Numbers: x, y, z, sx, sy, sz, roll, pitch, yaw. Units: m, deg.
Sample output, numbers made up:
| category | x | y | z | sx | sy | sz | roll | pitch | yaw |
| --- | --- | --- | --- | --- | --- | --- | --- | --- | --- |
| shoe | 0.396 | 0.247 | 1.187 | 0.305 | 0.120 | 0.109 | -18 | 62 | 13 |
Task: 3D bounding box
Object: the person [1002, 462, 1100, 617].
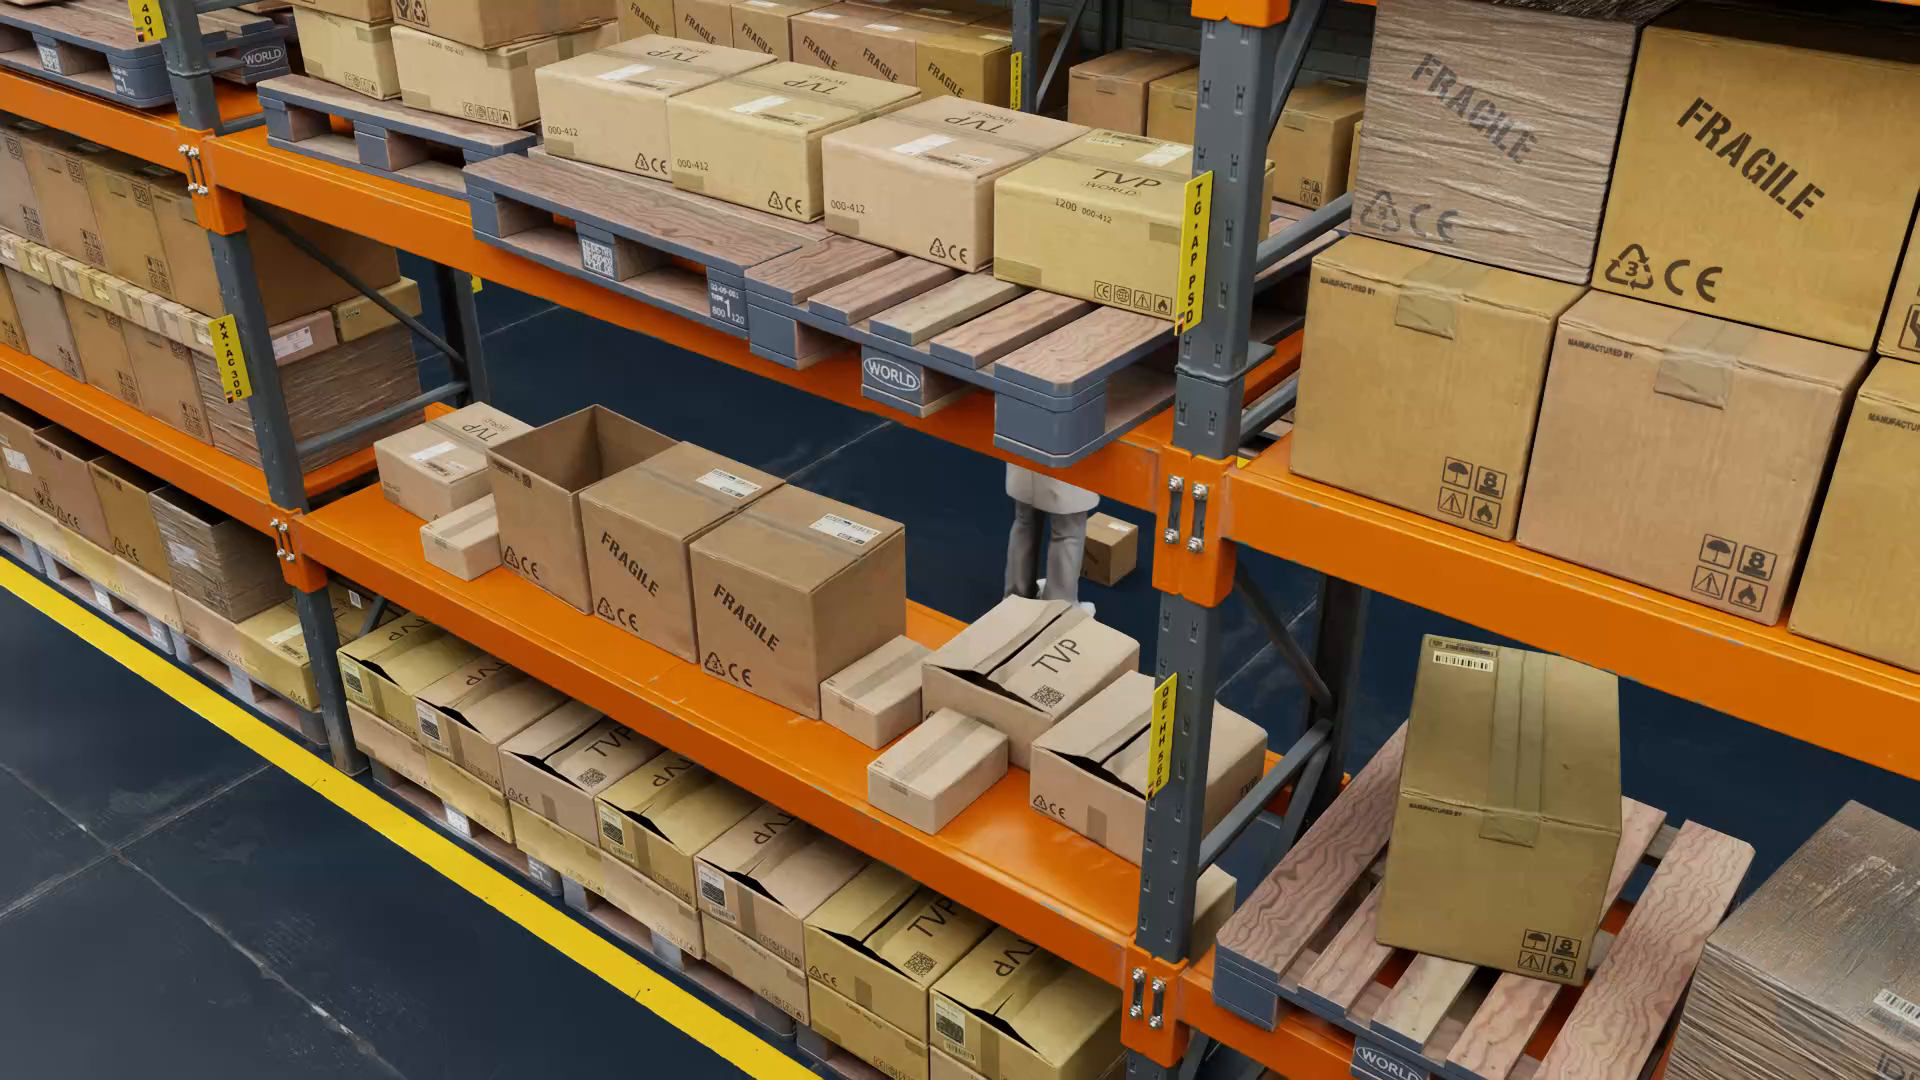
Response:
| category | x | y | z | sx | sy | sz | roll | pitch | yaw |
| --- | --- | --- | --- | --- | --- | --- | --- | --- | --- |
| person | 0.415 | -0.402 | 7.843 | 0.561 | 1.791 | 0.381 | 22 | 37 | 32 |
